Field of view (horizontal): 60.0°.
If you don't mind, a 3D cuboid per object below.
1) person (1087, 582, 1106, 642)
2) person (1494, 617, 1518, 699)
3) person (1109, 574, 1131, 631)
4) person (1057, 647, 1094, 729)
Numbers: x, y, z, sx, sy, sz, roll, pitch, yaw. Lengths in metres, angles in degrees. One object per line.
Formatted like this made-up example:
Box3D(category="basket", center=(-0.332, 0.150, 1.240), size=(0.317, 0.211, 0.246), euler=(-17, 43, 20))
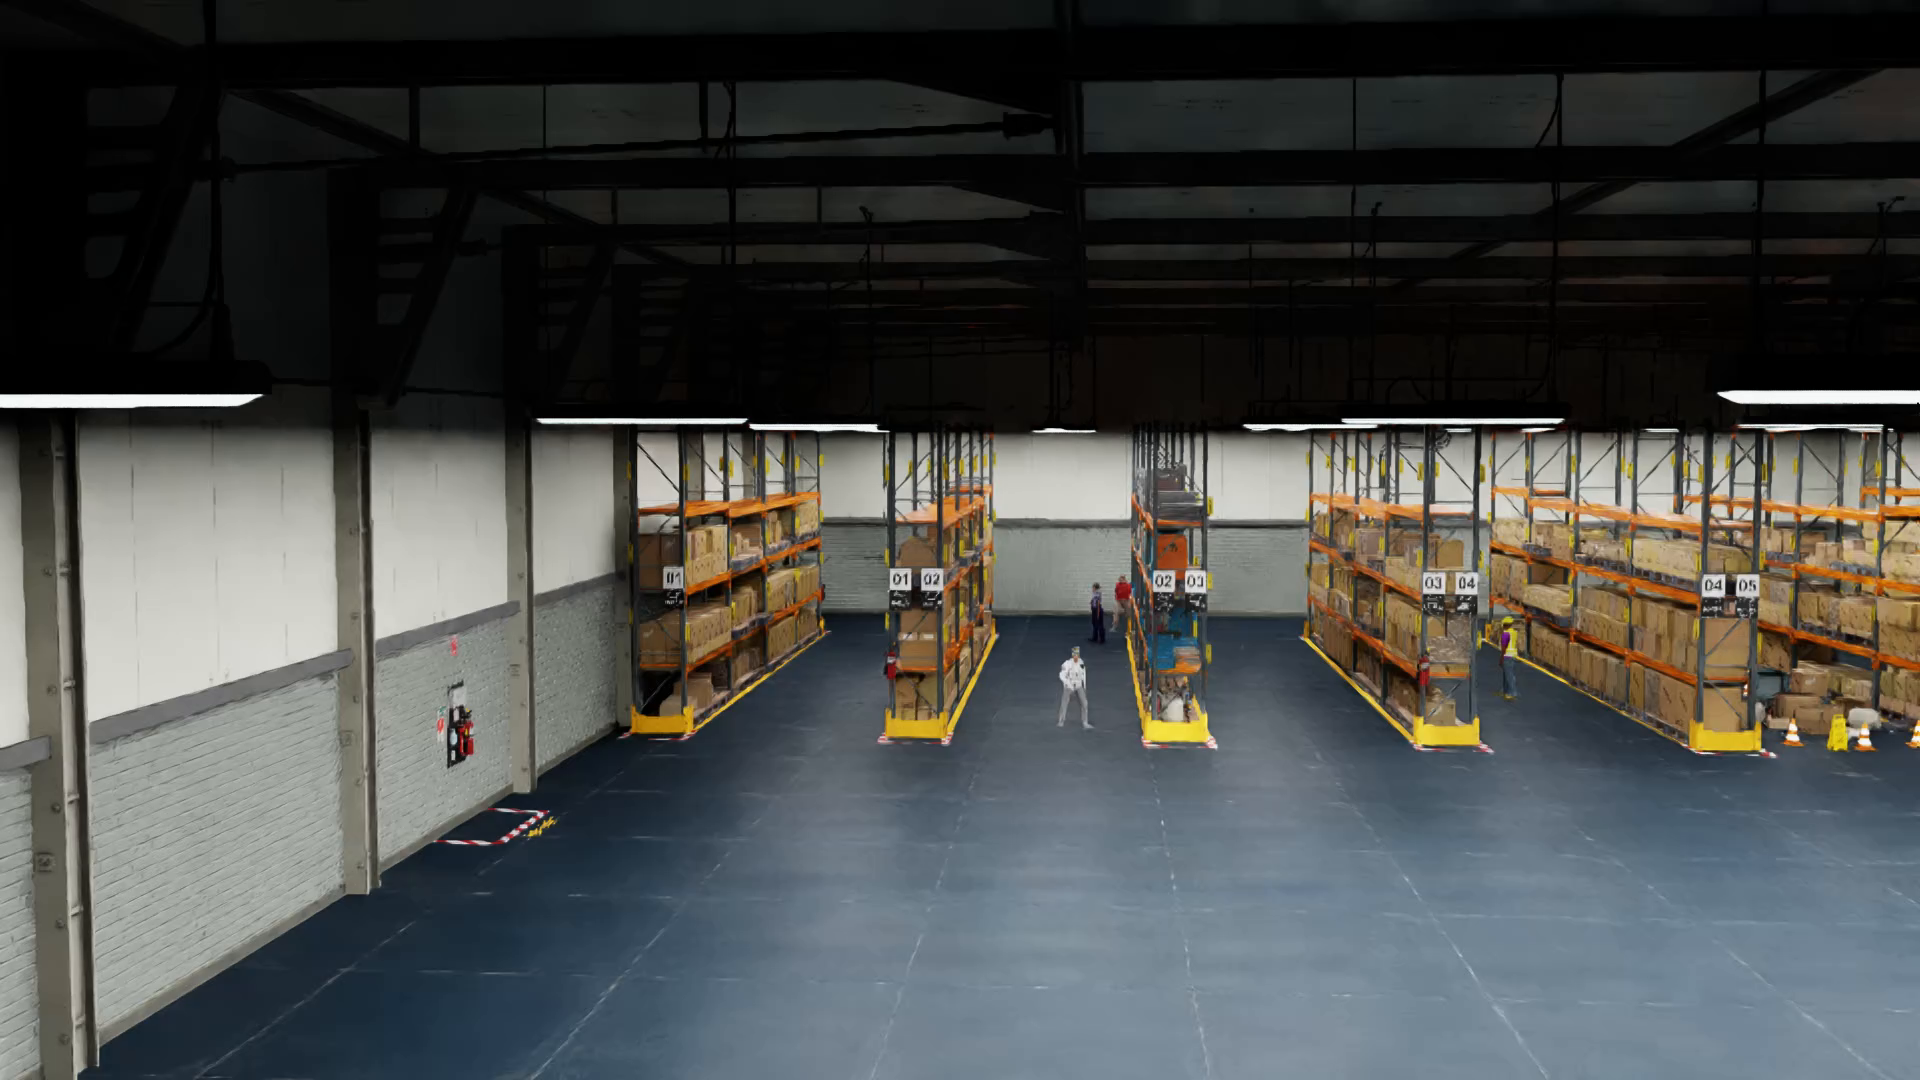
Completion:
Box3D(category="person", center=(3.787, 1.996, 45.961), size=(0.481, 1.629, 0.608), euler=(0, 4, -2))
Box3D(category="person", center=(11.864, 2.539, 36.126), size=(0.580, 1.763, 0.673), euler=(2, 4, 34))
Box3D(category="person", center=(4.752, 1.815, 48.552), size=(0.586, 1.674, 0.969), euler=(2, 4, 28))
Box3D(category="person", center=(2.213, 2.858, 32.401), size=(0.630, 1.604, 0.811), euler=(-1, 4, -13))
